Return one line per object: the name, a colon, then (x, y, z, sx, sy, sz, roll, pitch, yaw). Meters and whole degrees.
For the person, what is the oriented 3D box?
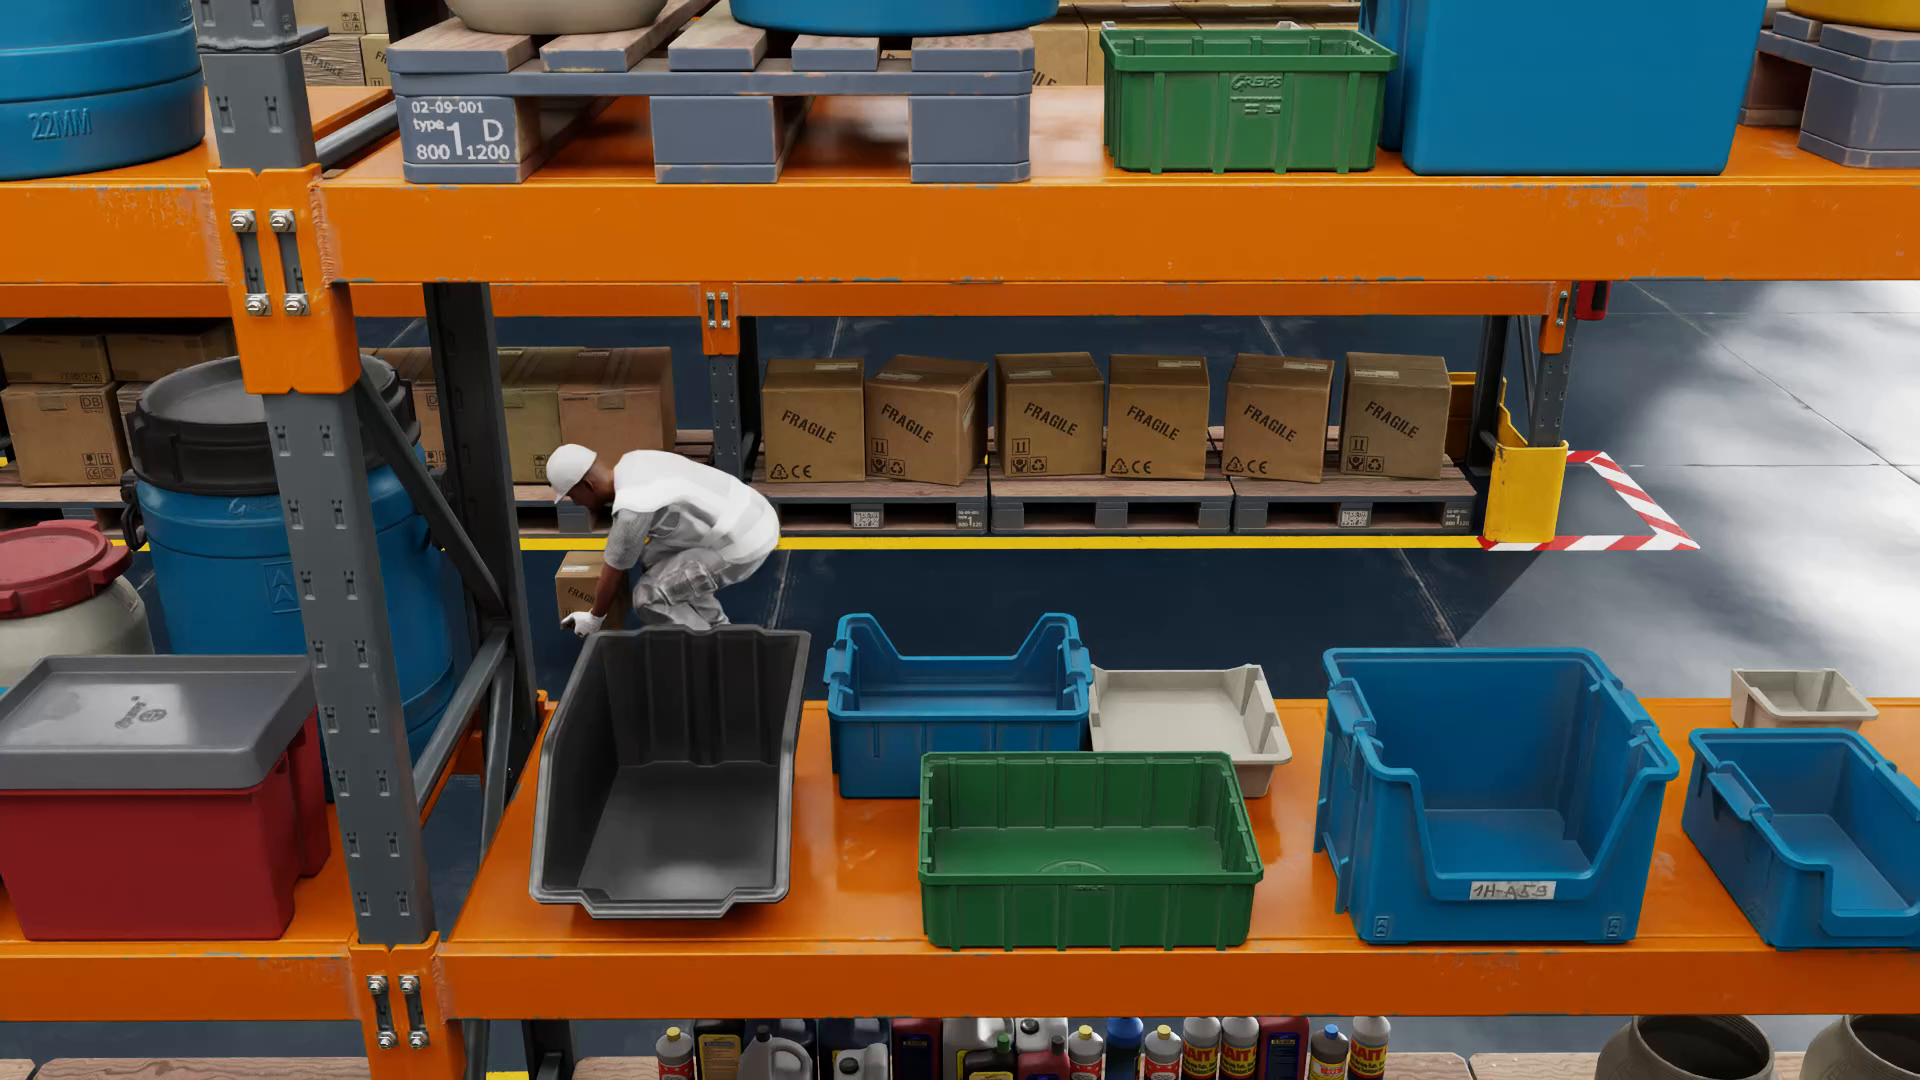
person: (-1.208, 0.065, 6.900, 0.920, 1.004, 0.547, -1, 24, -2)
